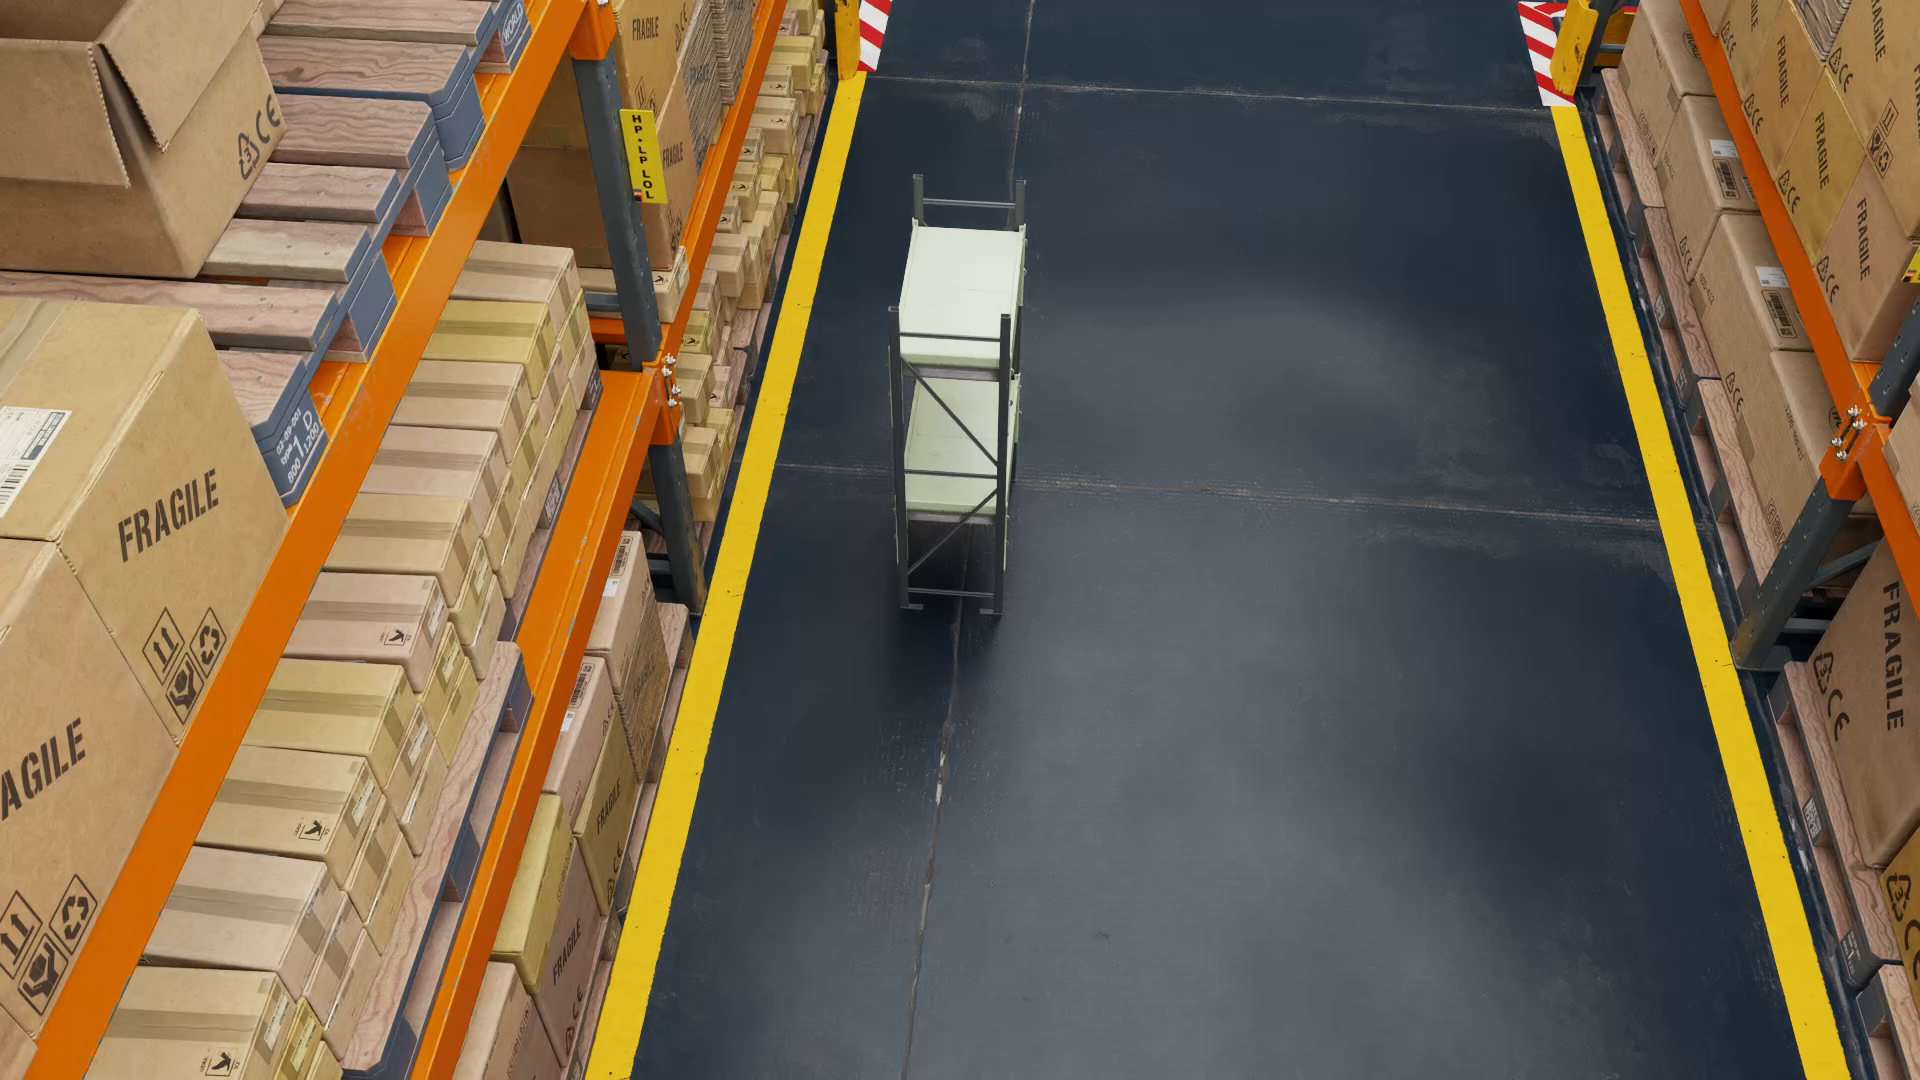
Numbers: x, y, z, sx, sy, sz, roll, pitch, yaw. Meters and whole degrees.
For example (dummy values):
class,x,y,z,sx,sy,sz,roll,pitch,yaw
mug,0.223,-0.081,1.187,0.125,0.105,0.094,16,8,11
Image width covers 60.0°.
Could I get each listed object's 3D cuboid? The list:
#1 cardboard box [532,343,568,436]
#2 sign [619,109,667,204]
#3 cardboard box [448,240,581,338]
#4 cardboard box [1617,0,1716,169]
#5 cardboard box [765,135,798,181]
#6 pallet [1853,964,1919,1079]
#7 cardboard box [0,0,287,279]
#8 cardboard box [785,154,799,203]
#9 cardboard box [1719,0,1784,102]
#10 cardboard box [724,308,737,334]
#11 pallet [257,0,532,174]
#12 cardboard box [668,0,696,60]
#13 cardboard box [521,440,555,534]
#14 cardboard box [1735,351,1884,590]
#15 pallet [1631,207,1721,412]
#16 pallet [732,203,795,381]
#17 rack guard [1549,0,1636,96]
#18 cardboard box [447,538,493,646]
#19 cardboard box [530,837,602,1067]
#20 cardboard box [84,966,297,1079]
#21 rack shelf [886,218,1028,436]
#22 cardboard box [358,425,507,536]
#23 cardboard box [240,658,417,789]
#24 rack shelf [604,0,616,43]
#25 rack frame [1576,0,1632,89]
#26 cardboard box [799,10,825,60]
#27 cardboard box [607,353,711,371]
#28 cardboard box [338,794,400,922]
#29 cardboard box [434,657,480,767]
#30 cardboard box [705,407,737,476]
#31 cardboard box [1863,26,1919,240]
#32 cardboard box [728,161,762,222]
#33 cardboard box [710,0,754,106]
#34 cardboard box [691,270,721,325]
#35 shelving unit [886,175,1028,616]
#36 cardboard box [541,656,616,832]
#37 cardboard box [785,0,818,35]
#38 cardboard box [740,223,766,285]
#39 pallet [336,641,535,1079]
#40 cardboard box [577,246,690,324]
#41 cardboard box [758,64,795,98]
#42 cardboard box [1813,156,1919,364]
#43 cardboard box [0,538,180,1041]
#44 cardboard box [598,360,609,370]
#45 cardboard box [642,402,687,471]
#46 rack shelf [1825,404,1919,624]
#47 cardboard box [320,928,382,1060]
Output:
class,x,y,z,sx,sy,sz,roll,pitch,yaw
cardboard box,-1.362,-0.447,4.810,0.380,0.149,0.250,4,48,4
sign,-0.946,-1.145,4.980,0.100,0.325,0.005,4,48,4
cardboard box,-1.342,-0.739,4.875,0.380,0.149,0.250,6,48,5
cardboard box,3.843,-2.255,8.232,0.875,0.438,0.875,2,48,2
cardboard box,-0.979,-1.838,7.844,0.380,0.149,0.250,5,48,4
pallet,3.335,1.882,4.886,1.003,0.211,1.213,4,48,4
cardboard box,-1.771,-0.852,3.109,0.797,0.503,0.637,3,48,3
cardboard box,-0.978,-1.749,7.964,0.380,0.149,0.250,2,48,2
cardboard box,3.362,-2.055,6.529,0.500,0.500,0.500,5,48,5
cardboard box,-1.188,-0.986,7.267,0.380,0.149,0.250,2,48,2
pallet,-1.662,-1.292,3.993,1.213,0.211,1.003,4,48,4
cardboard box,-1.184,-1.958,5.561,0.500,0.500,0.500,3,48,2
cardboard box,-1.386,-0.167,4.756,0.380,0.149,0.250,4,48,3
cardboard box,3.603,-0.262,6.408,0.875,0.438,0.875,3,48,3
pallet,3.695,-1.042,7.560,1.003,0.211,1.213,4,48,4
pallet,-1.365,-1.243,7.744,1.003,0.211,1.213,4,48,4
rack guard,3.806,-2.644,8.829,1.175,0.500,0.348,4,48,4
cardboard box,-1.433,0.127,4.285,0.380,0.149,0.250,2,48,2
cardboard box,-1.414,1.227,5.004,0.500,0.500,0.500,3,48,3
cardboard box,-1.556,0.994,3.291,0.380,0.149,0.250,2,48,2
rack shelf,-0.001,-0.765,5.904,0.431,0.370,0.720,4,48,4
cardboard box,-1.414,-0.159,4.345,0.380,0.149,0.250,4,48,3
cardboard box,-1.484,0.417,3.818,0.380,0.149,0.250,3,48,3
rack shelf,-1.317,-3.028,5.942,1.077,0.370,4.000,4,48,4
rack frame,3.804,-3.470,7.891,1.000,3.000,0.127,4,48,4
cardboard box,-0.899,-2.601,8.542,0.380,0.149,0.250,3,48,2
cardboard box,-1.228,-0.687,6.792,0.380,0.149,0.250,4,48,3
cardboard box,-1.504,0.705,3.757,0.380,0.149,0.250,3,48,3
cardboard box,-1.454,0.417,4.222,0.380,0.149,0.250,6,48,5
cardboard box,-1.122,-0.410,6.740,0.380,0.149,0.250,5,48,5
cardboard box,3.207,-1.267,5.131,0.500,0.500,0.500,4,48,3
cardboard box,-1.094,-1.555,7.384,0.380,0.149,0.250,4,48,4
cardboard box,-1.084,-2.002,6.279,0.500,0.500,0.500,3,48,3
cardboard box,-1.203,-0.990,6.866,0.380,0.149,0.250,3,48,3
shelving unit,-0.001,-0.501,6.192,0.431,1.500,0.755,4,48,4
cardboard box,-1.376,0.601,5.069,0.500,0.250,0.500,6,48,5
cardboard box,-0.931,-2.703,8.434,0.380,0.149,0.250,4,48,4
cardboard box,-1.066,-1.267,7.322,0.380,0.149,0.250,4,48,3
pallet,-1.724,0.757,4.154,1.003,0.211,1.213,4,48,4
cardboard box,-1.148,-0.891,5.702,0.380,0.149,0.250,5,48,5
cardboard box,-0.995,-2.137,7.916,0.380,0.149,0.250,2,48,2
cardboard box,3.227,-0.922,5.493,0.500,0.500,0.500,4,48,4
cardboard box,-1.509,0.334,2.311,0.500,0.500,0.500,4,48,4
cardboard box,-1.591,-0.849,7.141,0.380,0.149,0.250,3,48,3
cardboard box,-1.262,-0.409,6.335,0.380,0.149,0.250,6,48,5
rack shelf,3.257,1.182,4.124,1.077,0.370,4.000,4,48,4
cardboard box,-1.529,0.988,3.699,0.380,0.149,0.250,5,48,5
